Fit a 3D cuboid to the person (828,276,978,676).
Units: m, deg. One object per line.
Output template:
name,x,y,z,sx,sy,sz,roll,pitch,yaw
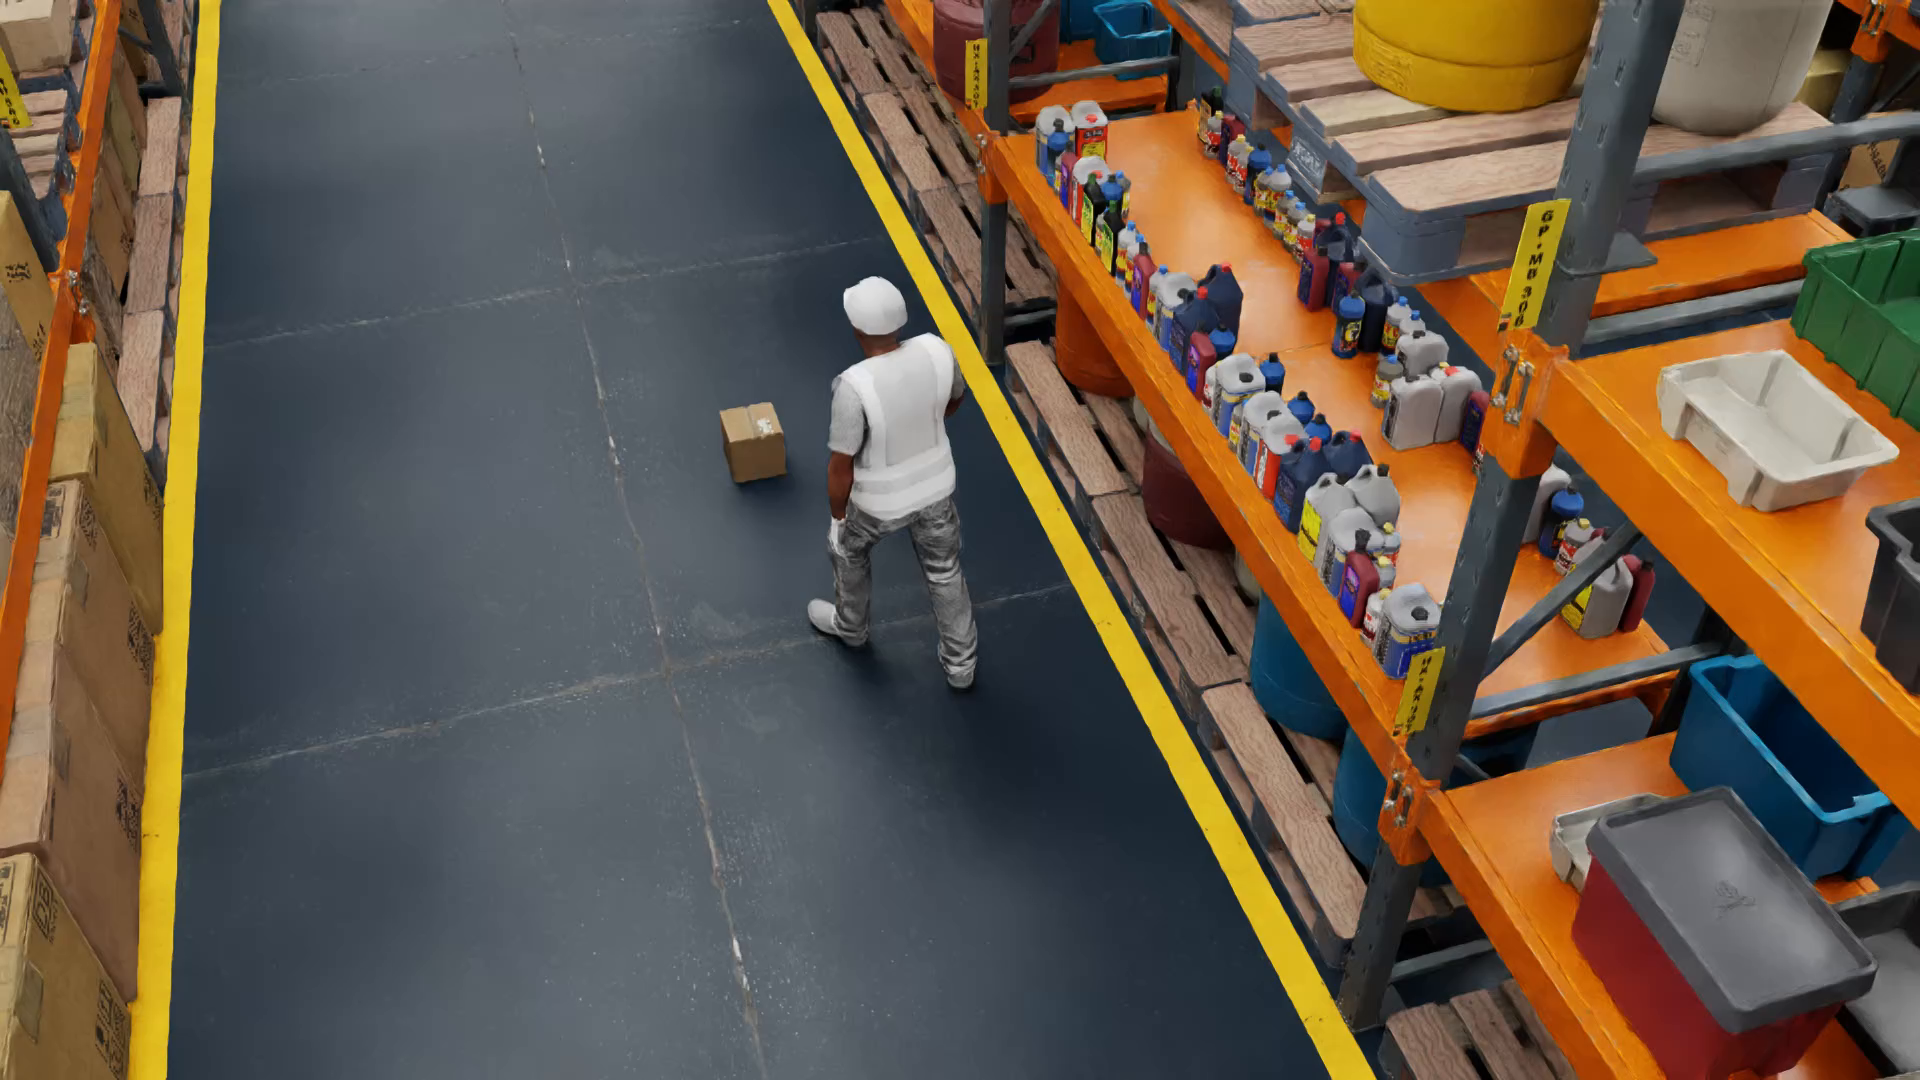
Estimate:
person,-0.248,-0.215,6.356,0.681,1.698,0.702,-22,47,-23
